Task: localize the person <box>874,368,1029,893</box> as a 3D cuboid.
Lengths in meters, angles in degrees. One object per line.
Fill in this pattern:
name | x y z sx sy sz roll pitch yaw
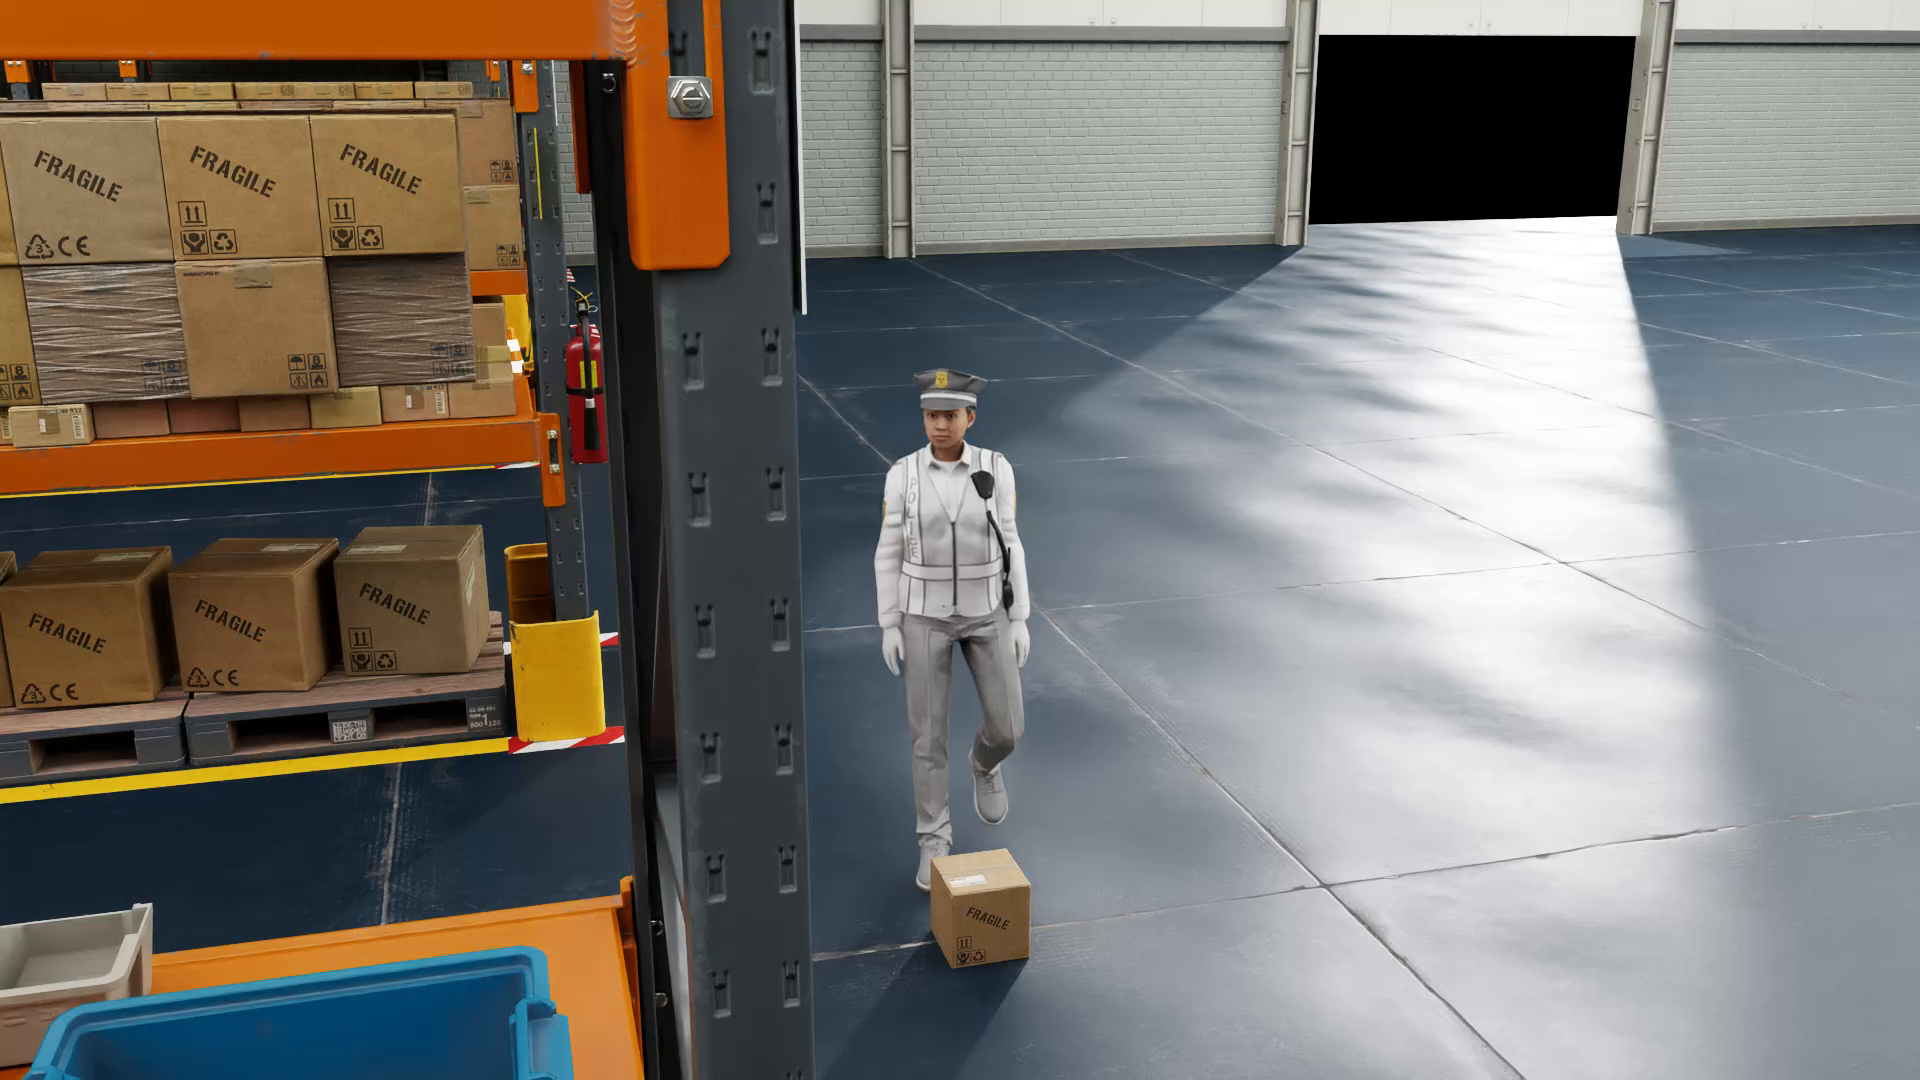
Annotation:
person | -0.023 0.269 5.467 0.511 1.683 0.606 -1 16 -3
